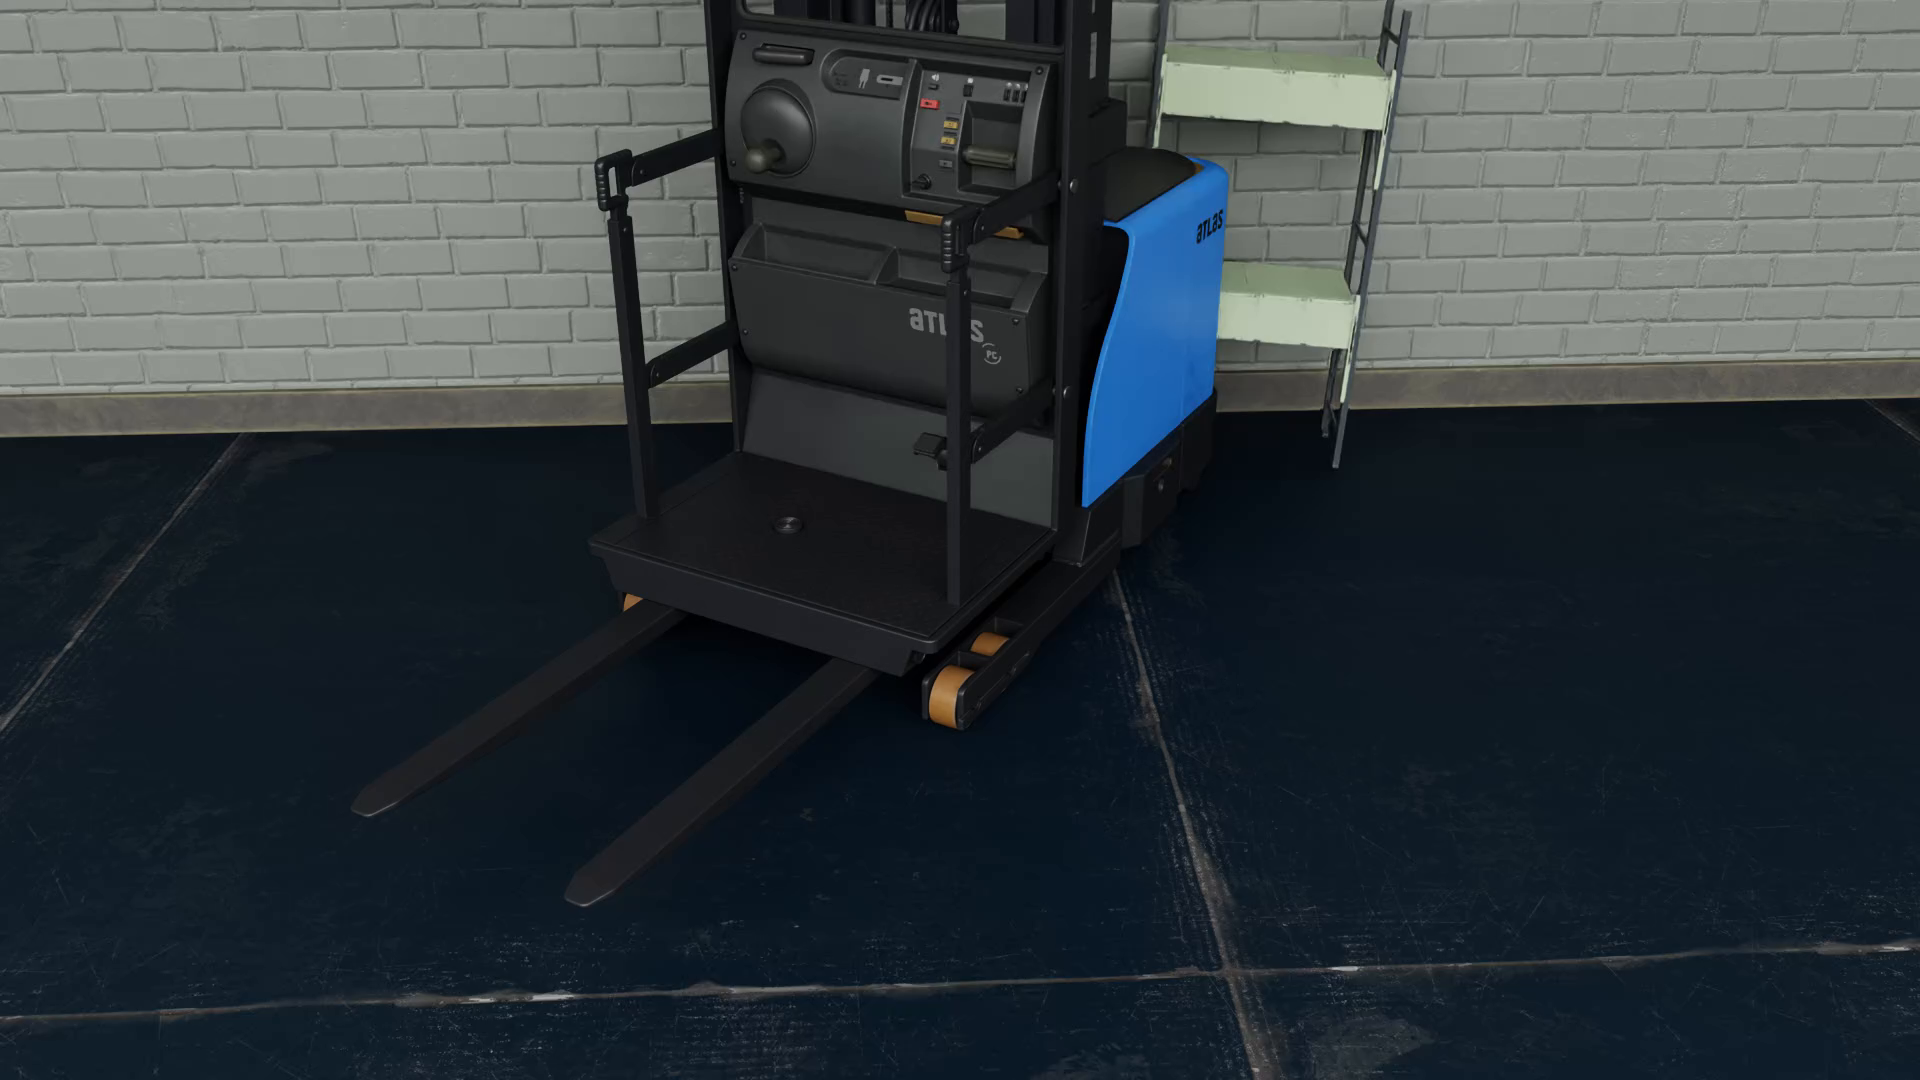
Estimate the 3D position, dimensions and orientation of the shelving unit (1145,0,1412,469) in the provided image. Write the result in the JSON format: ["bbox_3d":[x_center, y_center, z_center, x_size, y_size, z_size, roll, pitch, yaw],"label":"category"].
[{"bbox_3d":[0.976,-1.039,5.563,0.755,1.500,0.431,5,25,4],"label":"shelving unit"}]

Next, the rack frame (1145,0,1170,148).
[{"bbox_3d":[0.612,-1.072,5.587,0.023,1.500,0.400,5,25,4],"label":"rack frame"}]

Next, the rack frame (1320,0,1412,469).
[{"bbox_3d":[1.340,-1.007,5.539,0.023,1.500,0.400,5,25,4],"label":"rack frame"}]

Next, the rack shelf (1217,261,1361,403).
[{"bbox_3d":[0.958,-0.744,5.699,0.720,0.370,0.431,5,25,4],"label":"rack shelf"}]

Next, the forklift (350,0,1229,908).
[{"bbox_3d":[-0.305,-1.048,4.090,1.130,2.935,3.031,15,31,26],"label":"forklift"}]

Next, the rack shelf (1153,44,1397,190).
[{"bbox_3d":[0.997,-1.393,5.400,0.720,0.370,0.431,5,25,4],"label":"rack shelf"}]
